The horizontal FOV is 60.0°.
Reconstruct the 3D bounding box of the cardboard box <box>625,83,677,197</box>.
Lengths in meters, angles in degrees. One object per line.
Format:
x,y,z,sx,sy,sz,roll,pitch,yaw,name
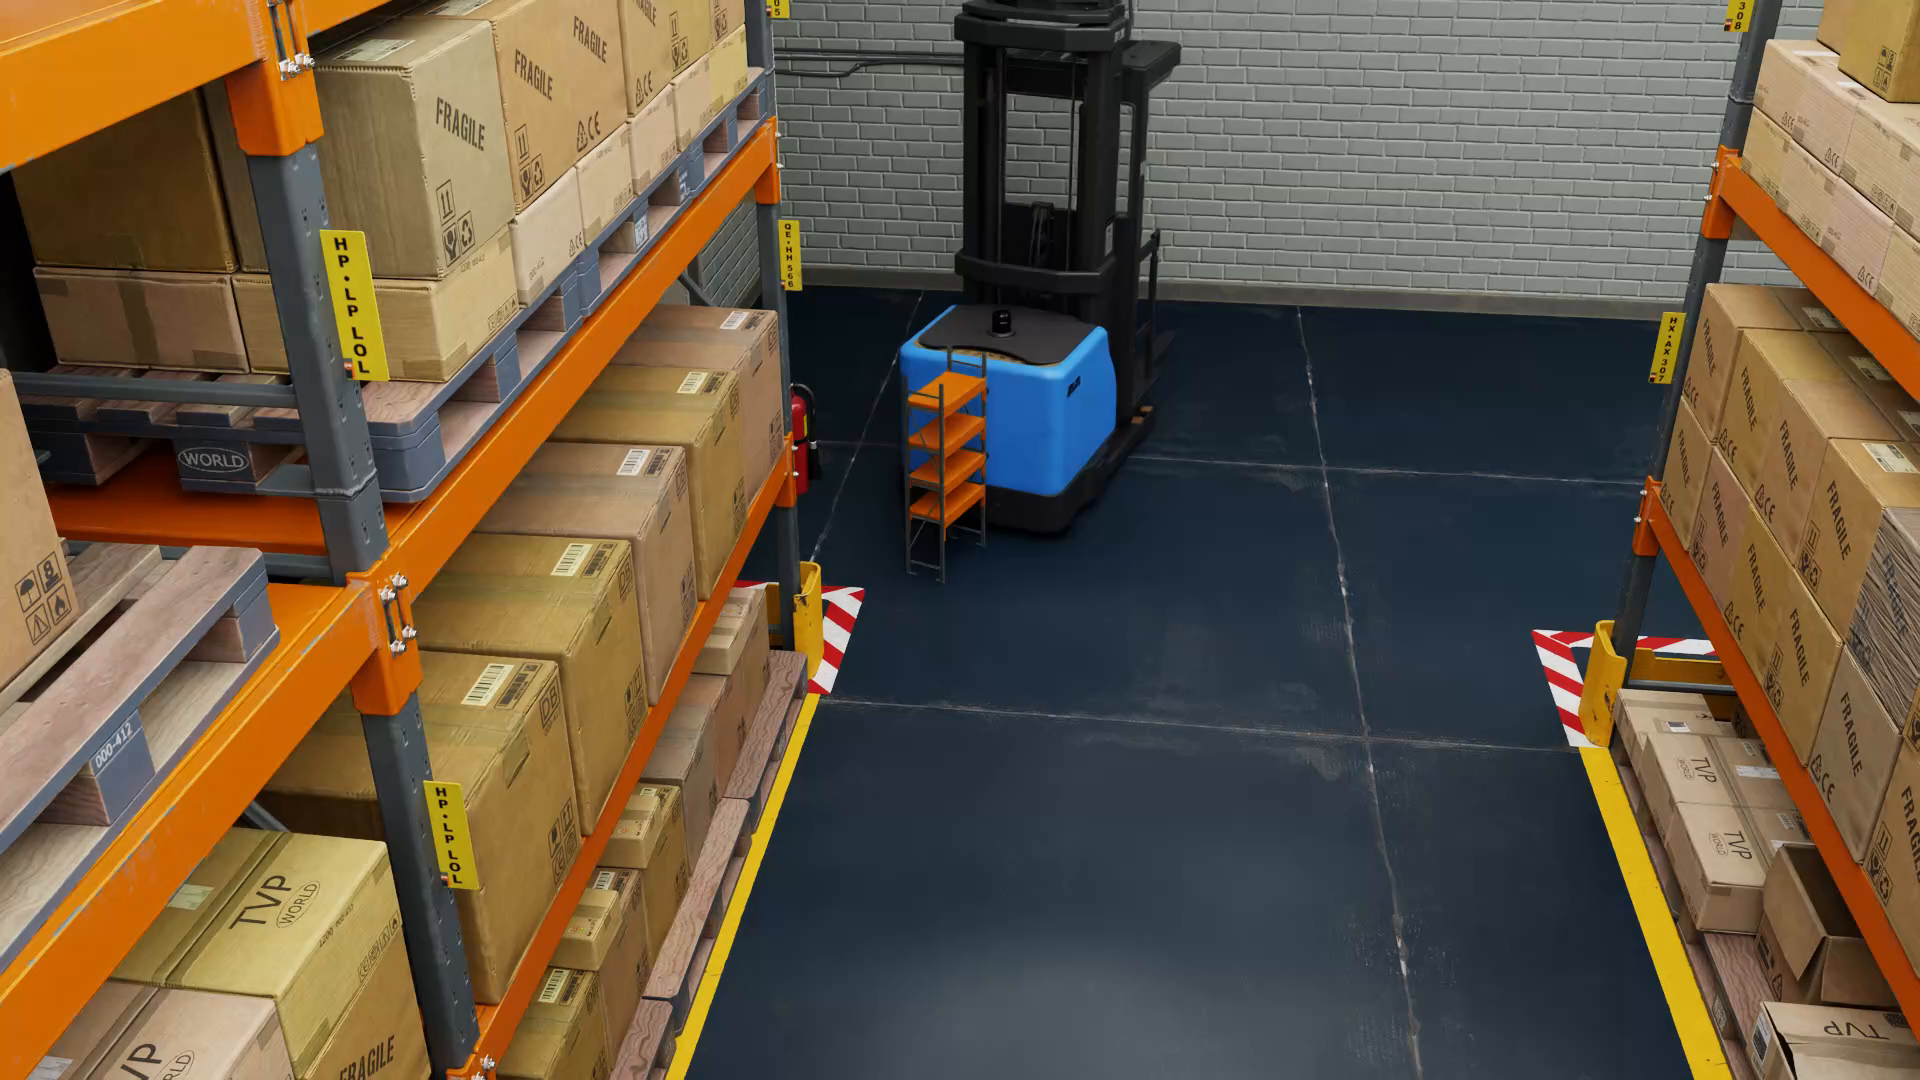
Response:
-1.253,-1.338,5.519,0.500,0.250,0.500,3,28,5,cardboard box

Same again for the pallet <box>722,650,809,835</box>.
-1.325,0.903,7.851,1.003,0.211,1.213,3,28,6,pallet

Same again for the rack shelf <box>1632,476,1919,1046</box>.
3.367,0.839,5.789,1.077,0.370,4.000,3,28,6,rack shelf

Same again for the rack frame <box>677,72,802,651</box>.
-1.305,-0.705,7.897,1.000,3.000,0.127,3,28,6,rack frame

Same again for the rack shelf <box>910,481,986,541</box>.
-0.079,-0.184,9.387,0.258,0.148,0.480,14,31,25,rack shelf

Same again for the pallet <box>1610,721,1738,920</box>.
3.506,1.220,7.264,1.003,0.211,1.213,3,28,6,pallet

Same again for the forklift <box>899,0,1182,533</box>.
0.677,-2.009,10.389,1.130,2.935,3.031,11,30,20,forklift

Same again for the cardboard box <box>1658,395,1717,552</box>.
3.296,-0.270,6.983,0.500,0.500,0.500,4,29,7,cardboard box

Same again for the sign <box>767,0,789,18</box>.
-0.768,-2.343,6.923,0.100,0.325,0.005,3,28,6,sign

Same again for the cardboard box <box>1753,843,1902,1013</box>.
3.347,1.484,6.001,0.797,0.503,0.637,3,28,6,cardboard box

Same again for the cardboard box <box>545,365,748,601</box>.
-1.436,-0.254,6.742,0.980,0.700,0.700,3,28,6,cardboard box

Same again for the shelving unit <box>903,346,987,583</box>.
-0.079,-0.418,9.261,0.258,1.200,0.503,14,31,25,shelving unit

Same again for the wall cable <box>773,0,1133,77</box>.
-0.257,-4.621,12.114,3.097,2.526,0.112,3,28,6,wall cable

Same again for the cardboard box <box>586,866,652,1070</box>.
-1.537,1.511,5.976,0.700,0.500,0.500,3,28,6,cardboard box

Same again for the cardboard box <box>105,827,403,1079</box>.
-1.599,0.898,3.689,0.500,0.250,0.500,4,29,7,cardboard box

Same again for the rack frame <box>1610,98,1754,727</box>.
3.612,-0.419,7.366,1.000,3.000,0.127,3,28,6,rack frame

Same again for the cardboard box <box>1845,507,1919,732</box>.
3.049,0.248,4.968,0.500,0.500,0.500,4,29,7,cardboard box

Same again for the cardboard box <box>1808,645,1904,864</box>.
3.051,0.685,5.211,0.500,0.500,0.500,4,29,7,cardboard box

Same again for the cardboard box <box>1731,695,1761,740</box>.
3.790,0.758,7.353,0.500,0.500,0.500,3,28,6,cardboard box

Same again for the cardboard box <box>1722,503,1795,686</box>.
3.173,0.209,6.093,0.500,0.500,0.500,3,28,6,cardboard box

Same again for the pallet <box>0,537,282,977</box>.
-1.859,0.376,2.929,0.805,0.209,1.217,2,28,4,pallet

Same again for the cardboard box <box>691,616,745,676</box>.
-1.157,0.451,7.259,0.380,0.149,0.250,4,29,8,cardboard box

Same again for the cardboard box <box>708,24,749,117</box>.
-1.131,-1.829,6.429,0.500,0.250,0.500,4,29,8,cardboard box

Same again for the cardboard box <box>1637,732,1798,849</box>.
3.202,1.072,7.032,0.500,0.250,0.500,3,28,6,cardboard box

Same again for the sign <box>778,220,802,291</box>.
-0.768,-1.281,7.495,0.100,0.325,0.005,3,28,6,sign

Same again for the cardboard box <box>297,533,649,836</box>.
-1.618,0.448,5.440,0.980,0.700,0.700,3,28,5,cardboard box

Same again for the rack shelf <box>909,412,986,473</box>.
-0.079,-0.556,9.187,0.258,0.148,0.480,14,31,25,rack shelf

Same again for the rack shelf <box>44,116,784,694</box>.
-1.550,-0.768,5.608,1.077,0.370,4.000,3,28,6,rack shelf

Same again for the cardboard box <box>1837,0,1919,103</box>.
3.420,-1.751,5.515,0.700,0.500,0.500,3,28,6,cardboard box

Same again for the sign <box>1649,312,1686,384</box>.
3.073,-0.832,7.219,0.100,0.325,0.005,3,28,6,sign

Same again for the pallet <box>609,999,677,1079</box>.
-1.624,2.052,5.719,1.003,0.211,1.213,3,28,6,pallet

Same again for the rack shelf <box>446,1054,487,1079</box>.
-2.040,2.436,2.825,1.077,0.370,4.000,3,28,6,rack shelf

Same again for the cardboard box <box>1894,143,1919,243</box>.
3.102,-0.961,4.840,0.500,0.250,0.500,3,28,6,cardboard box

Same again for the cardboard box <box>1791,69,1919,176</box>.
3.222,-1.432,5.714,0.500,0.250,0.500,3,28,6,cardboard box

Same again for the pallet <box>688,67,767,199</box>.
-1.386,-1.637,6.557,1.003,0.211,1.213,3,28,6,pallet

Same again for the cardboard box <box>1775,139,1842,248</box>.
3.222,-1.212,5.833,0.500,0.250,0.500,3,28,6,cardboard box

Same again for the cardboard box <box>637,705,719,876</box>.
-1.414,1.018,6.891,0.700,0.500,0.500,2,28,5,cardboard box

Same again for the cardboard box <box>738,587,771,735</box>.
-1.292,0.545,7.768,0.700,0.500,0.500,3,28,6,cardboard box

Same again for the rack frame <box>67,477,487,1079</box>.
-1.795,1.177,4.402,1.000,3.000,0.127,3,28,6,rack frame

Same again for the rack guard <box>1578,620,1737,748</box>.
3.602,0.717,7.892,1.175,0.500,0.348,3,28,6,rack guard

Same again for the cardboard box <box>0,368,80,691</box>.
-2.012,0.027,2.805,0.700,0.500,0.500,2,28,3,cardboard box

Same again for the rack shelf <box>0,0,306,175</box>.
-2.040,-0.029,1.497,1.077,0.370,4.000,3,28,6,rack shelf

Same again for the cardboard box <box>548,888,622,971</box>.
-1.379,1.311,5.663,0.380,0.149,0.250,4,29,8,cardboard box

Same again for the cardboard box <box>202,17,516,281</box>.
-1.430,-0.955,4.017,0.500,0.500,0.500,3,28,6,cardboard box

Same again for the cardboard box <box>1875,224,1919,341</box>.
3.108,-0.741,4.958,0.500,0.250,0.500,3,28,6,cardboard box

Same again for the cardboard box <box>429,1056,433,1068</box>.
-1.817,1.518,5.278,0.380,0.149,0.250,3,28,6,cardboard box

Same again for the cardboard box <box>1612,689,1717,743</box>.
3.219,0.819,7.609,0.380,0.149,0.250,3,28,6,cardboard box

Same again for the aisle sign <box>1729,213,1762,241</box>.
3.329,-1.613,6.840,0.394,0.787,0.004,3,28,6,aisle sign

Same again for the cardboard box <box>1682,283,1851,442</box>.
3.296,-0.710,6.746,0.500,0.500,0.500,4,29,8,cardboard box

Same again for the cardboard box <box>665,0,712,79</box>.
-1.196,-1.924,5.815,0.500,0.500,0.500,4,29,8,cardboard box

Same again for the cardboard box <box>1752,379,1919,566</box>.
3.173,-0.228,5.851,0.500,0.500,0.500,4,29,7,cardboard box

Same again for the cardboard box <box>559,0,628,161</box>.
-1.318,-1.431,4.899,0.500,0.500,0.500,4,29,7,cardboard box

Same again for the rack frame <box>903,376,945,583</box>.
-0.195,-0.316,9.072,0.240,1.200,0.015,14,31,25,rack frame

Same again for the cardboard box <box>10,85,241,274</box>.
-1.941,-0.978,4.060,0.500,0.500,0.500,3,28,6,cardboard box

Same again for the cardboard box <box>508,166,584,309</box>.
-1.372,-0.855,4.622,0.500,0.250,0.500,3,28,5,cardboard box
